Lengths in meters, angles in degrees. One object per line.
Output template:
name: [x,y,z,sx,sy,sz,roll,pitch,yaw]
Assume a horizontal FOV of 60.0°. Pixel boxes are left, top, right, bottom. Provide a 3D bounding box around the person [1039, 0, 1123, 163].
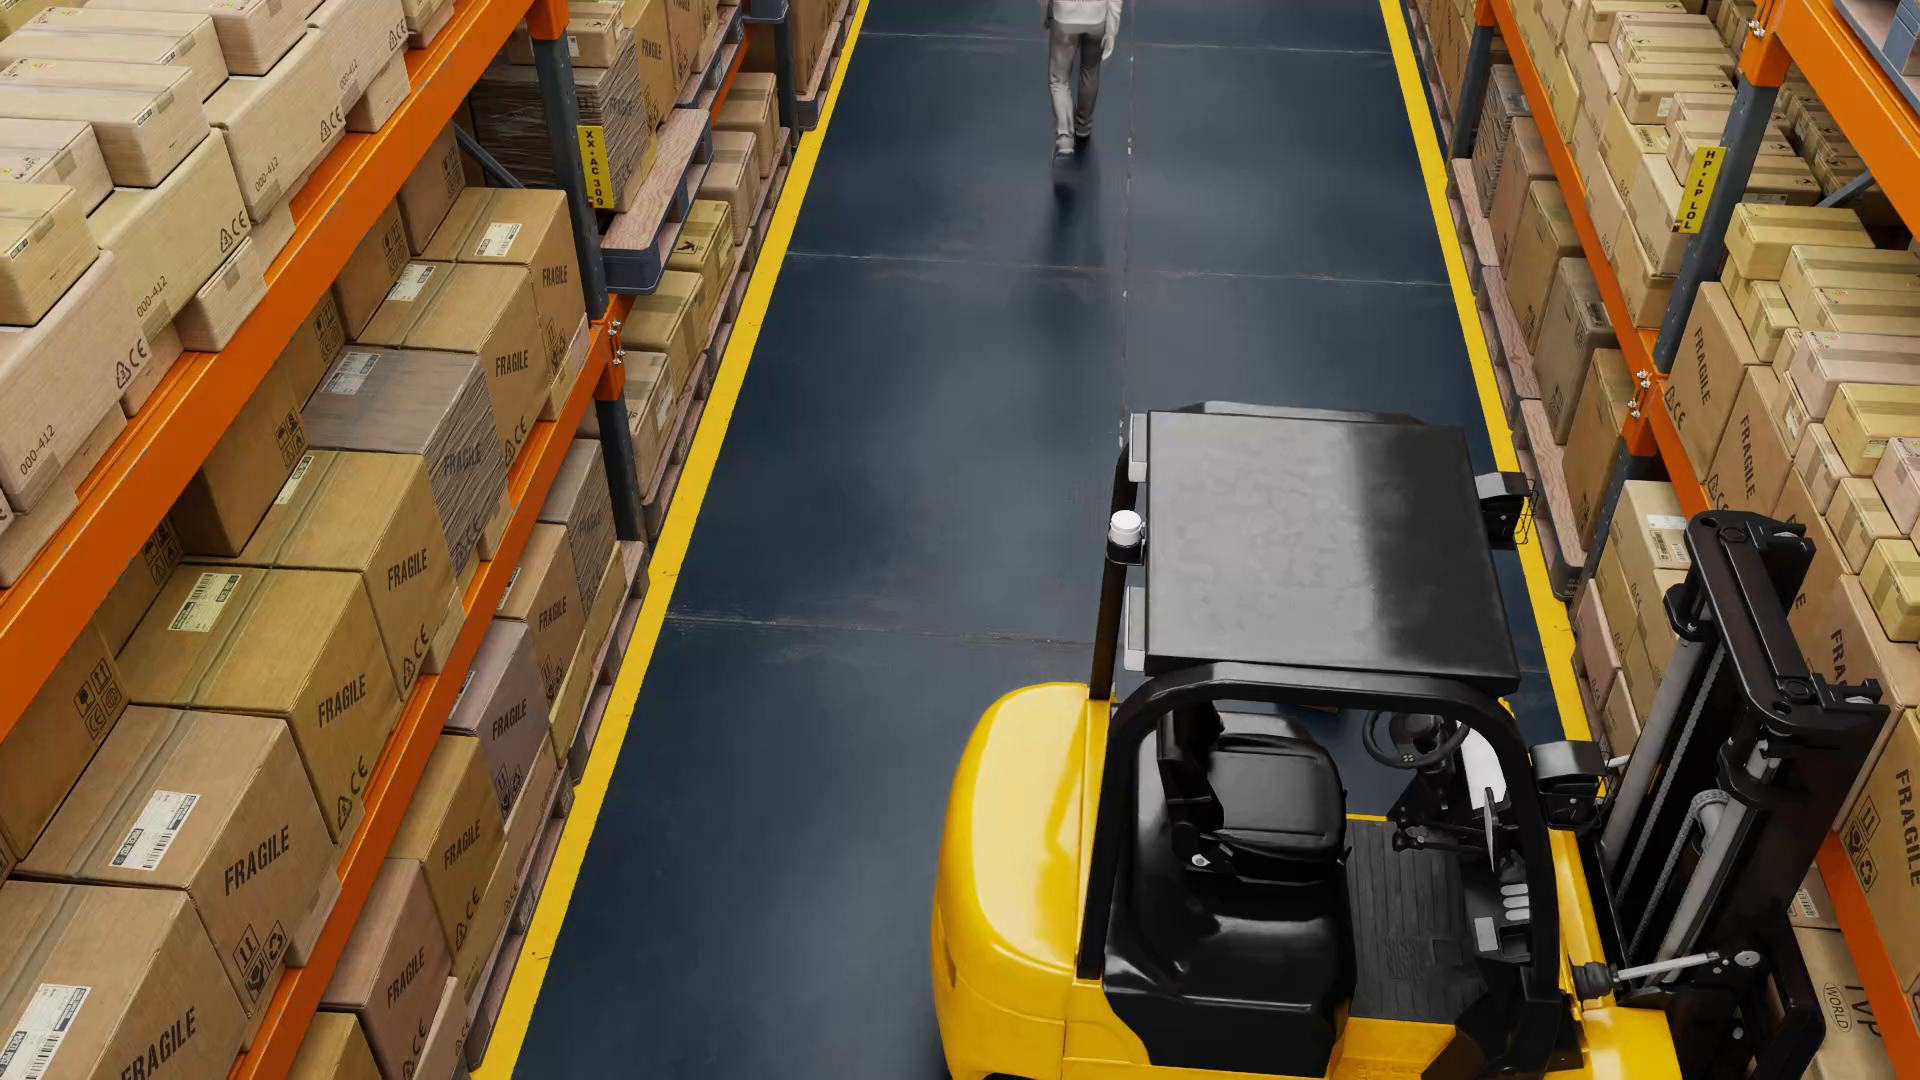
person: [0.698,-3.020,9.680,0.475,1.648,0.913,-1,40,-1]
